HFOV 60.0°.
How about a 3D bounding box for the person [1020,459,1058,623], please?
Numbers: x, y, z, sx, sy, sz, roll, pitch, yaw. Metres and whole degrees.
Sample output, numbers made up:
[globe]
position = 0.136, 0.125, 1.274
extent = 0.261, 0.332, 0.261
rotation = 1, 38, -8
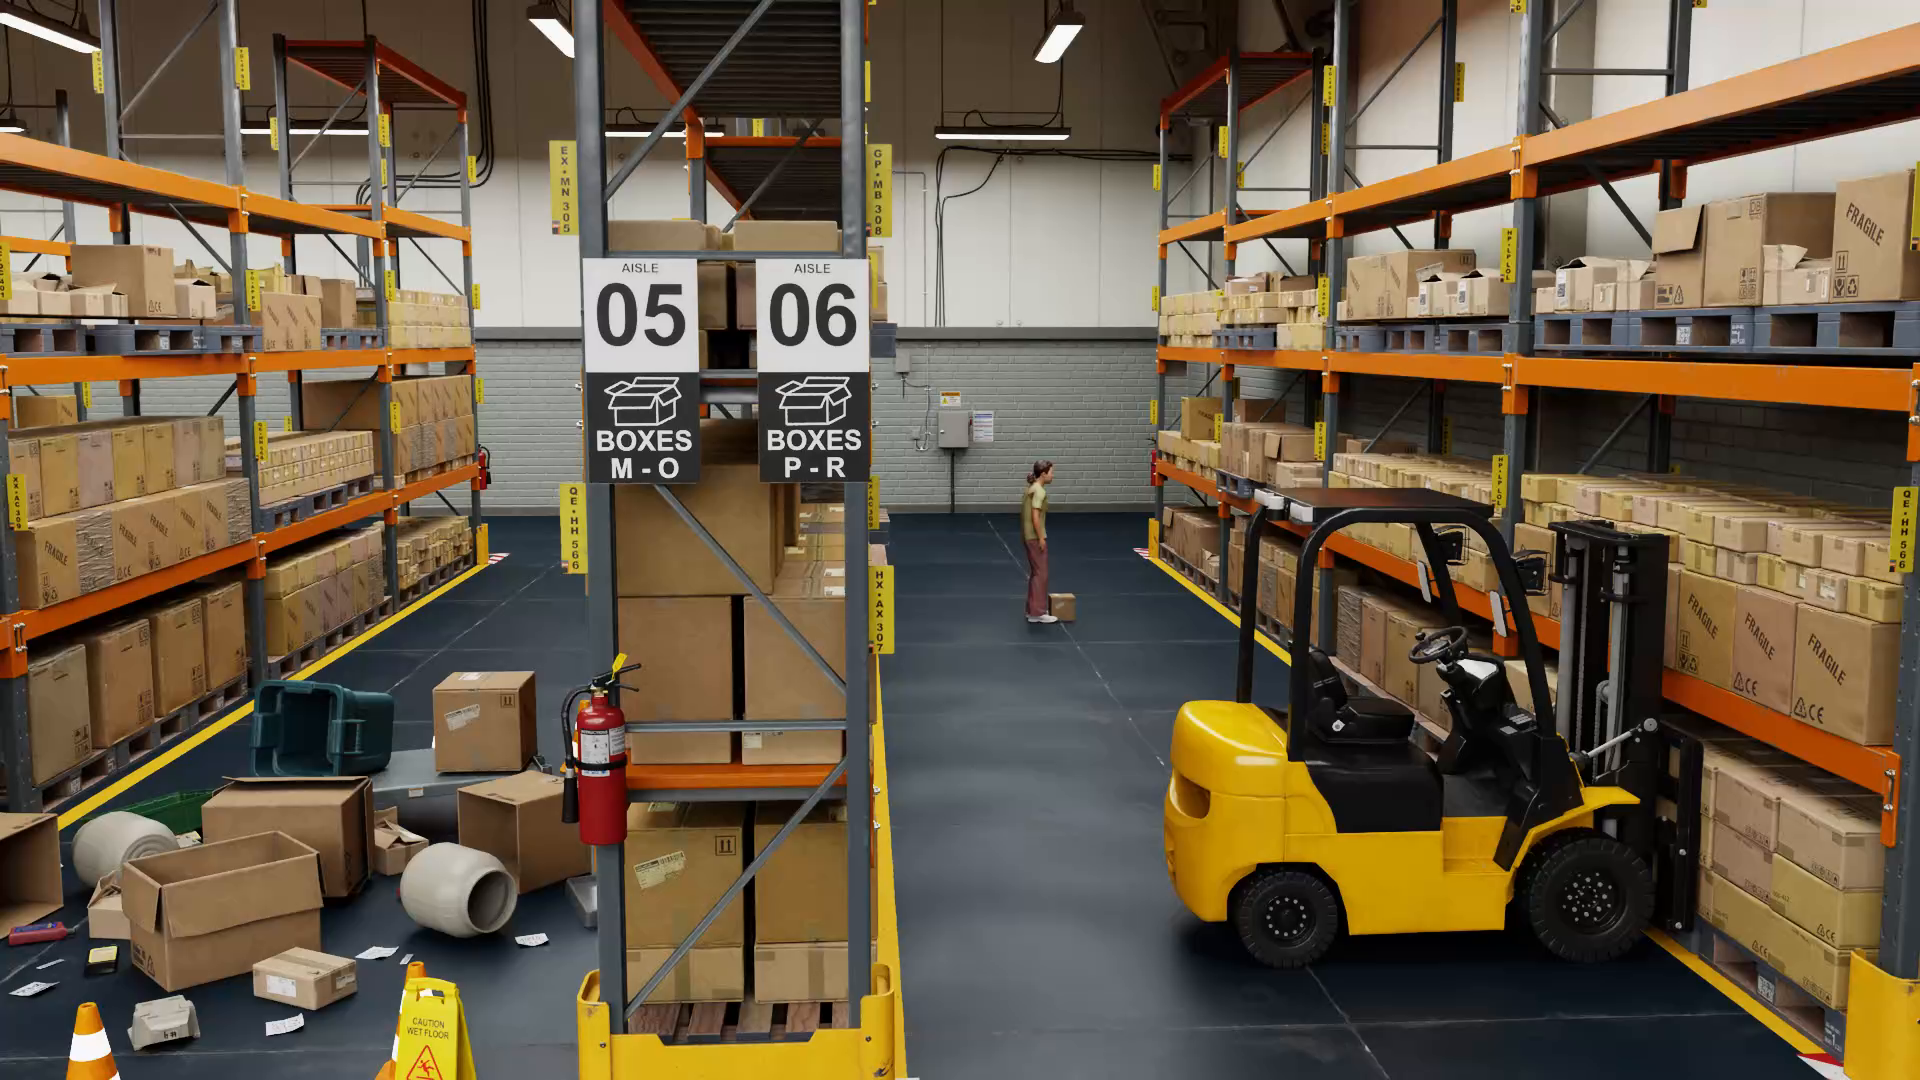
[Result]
[person]
position = 0.820, 0.000, 17.261
extent = 0.375, 1.671, 0.513
rotation = -1, 7, -7
